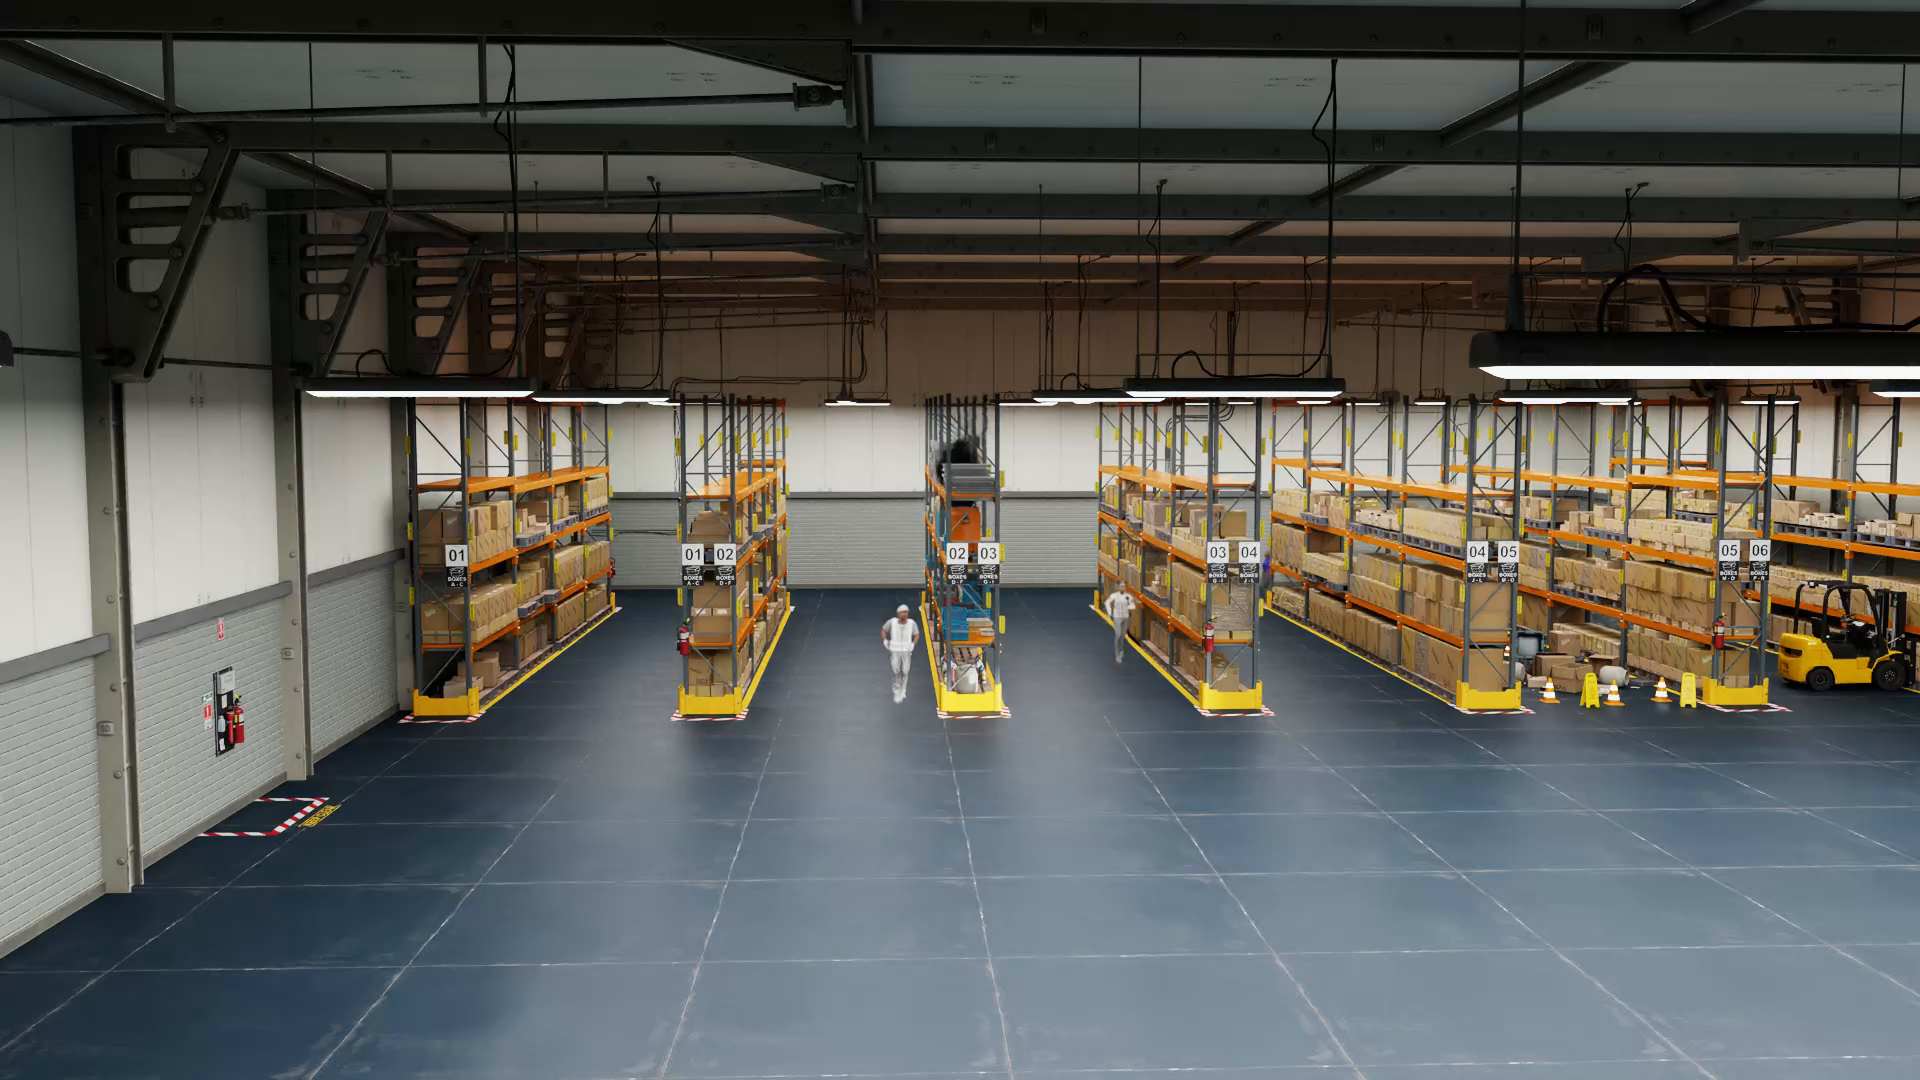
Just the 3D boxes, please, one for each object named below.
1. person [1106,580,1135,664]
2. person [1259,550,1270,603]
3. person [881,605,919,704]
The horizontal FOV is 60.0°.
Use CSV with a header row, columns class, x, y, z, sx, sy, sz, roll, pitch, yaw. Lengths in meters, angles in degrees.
class,x,y,z,sx,sy,sz,roll,pitch,yaw
person,3.507,1.765,36.112,0.576,1.794,0.694,-1,5,-11
person,9.034,1.092,48.867,0.526,1.633,0.593,-1,5,-14
person,-1.098,2.122,31.071,0.700,1.837,0.594,-1,5,-9
